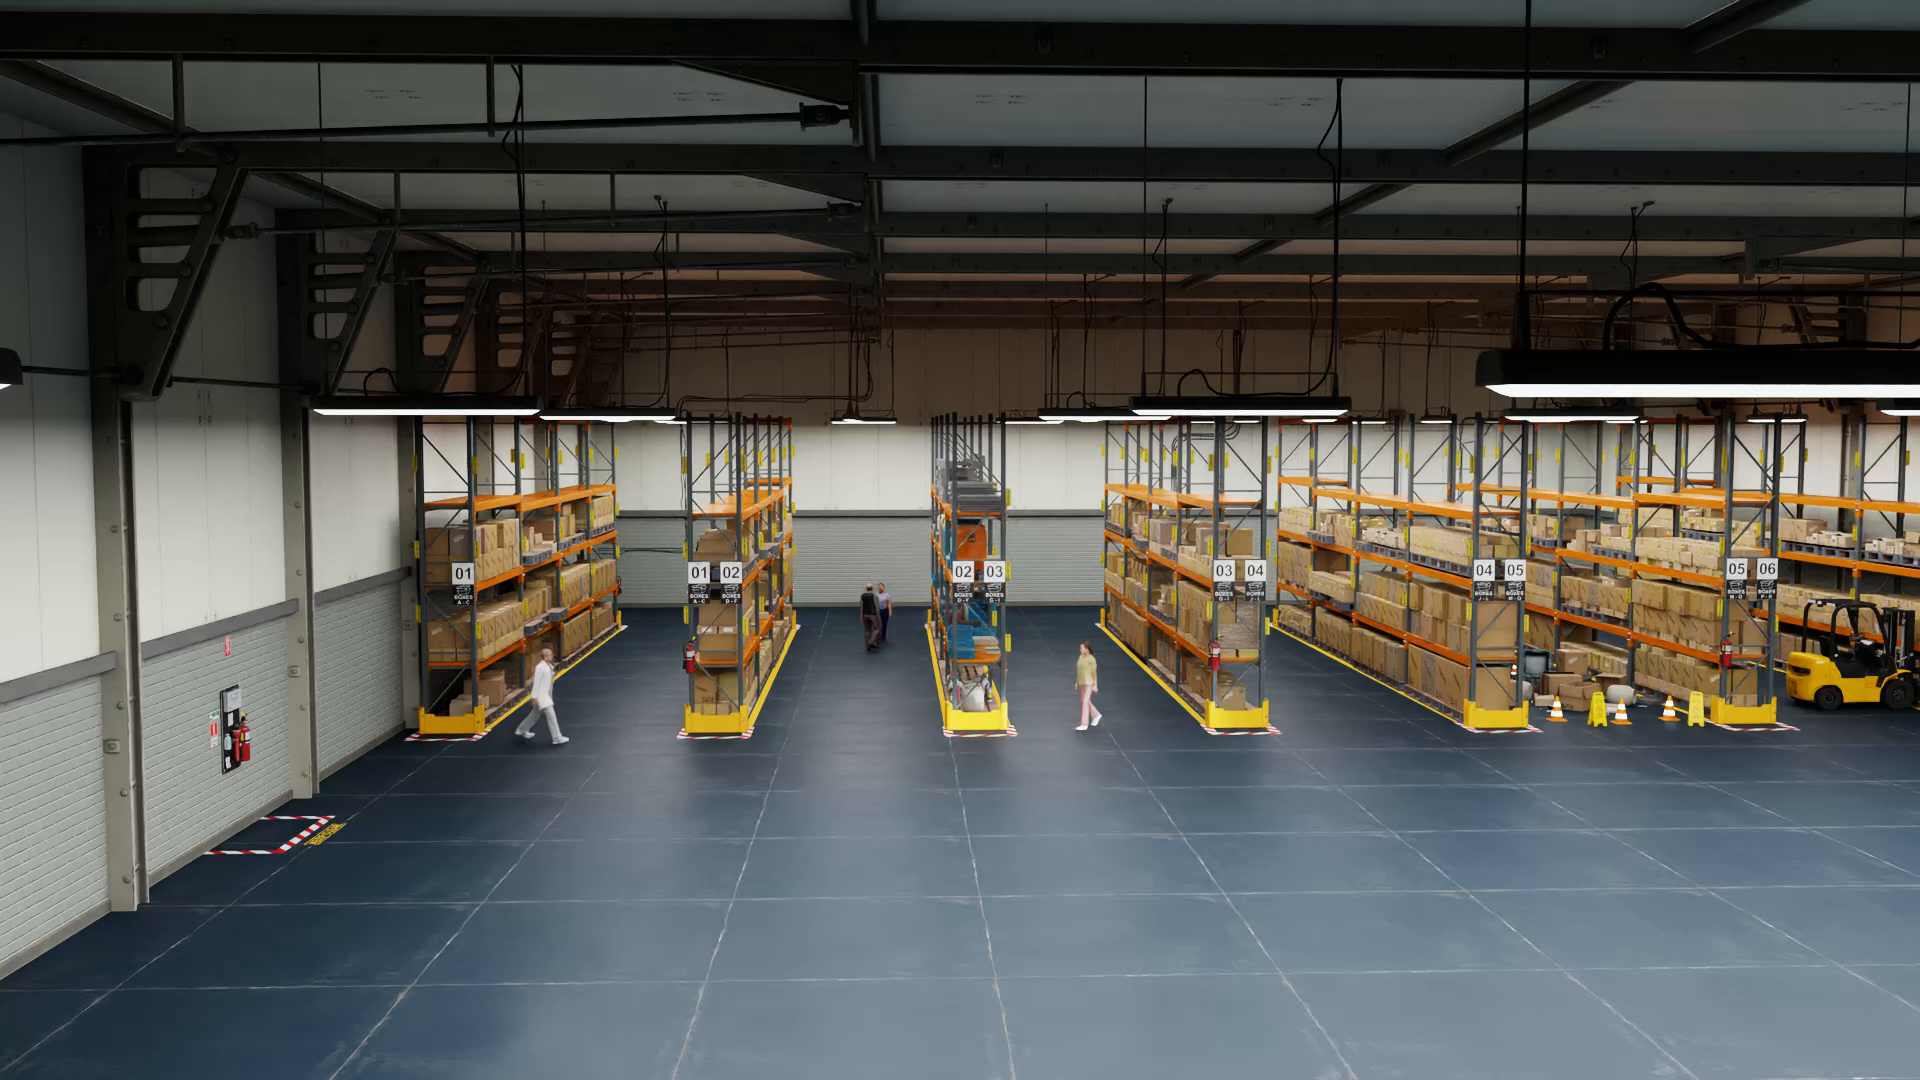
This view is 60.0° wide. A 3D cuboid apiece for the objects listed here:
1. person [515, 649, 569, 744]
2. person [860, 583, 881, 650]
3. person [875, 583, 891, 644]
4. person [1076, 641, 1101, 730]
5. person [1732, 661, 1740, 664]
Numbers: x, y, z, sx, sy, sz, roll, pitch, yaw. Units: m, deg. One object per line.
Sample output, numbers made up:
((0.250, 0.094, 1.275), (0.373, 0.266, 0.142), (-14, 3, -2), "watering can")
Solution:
((-7.552, 2.817, 30.112), (1.171, 1.717, 0.615), (1, 4, 15), "person")
((-2.312, 1.969, 42.625), (0.566, 1.723, 0.498), (2, 4, 27), "person")
((-2.080, 1.923, 43.920), (0.528, 1.584, 1.034), (0, 4, -5), "person")
((2.429, 2.738, 31.534), (0.764, 1.662, 0.439), (-2, 5, -32), "person")
((16.607, 2.400, 35.850), (0.579, 1.783, 0.554), (0, 4, -4), "person")
